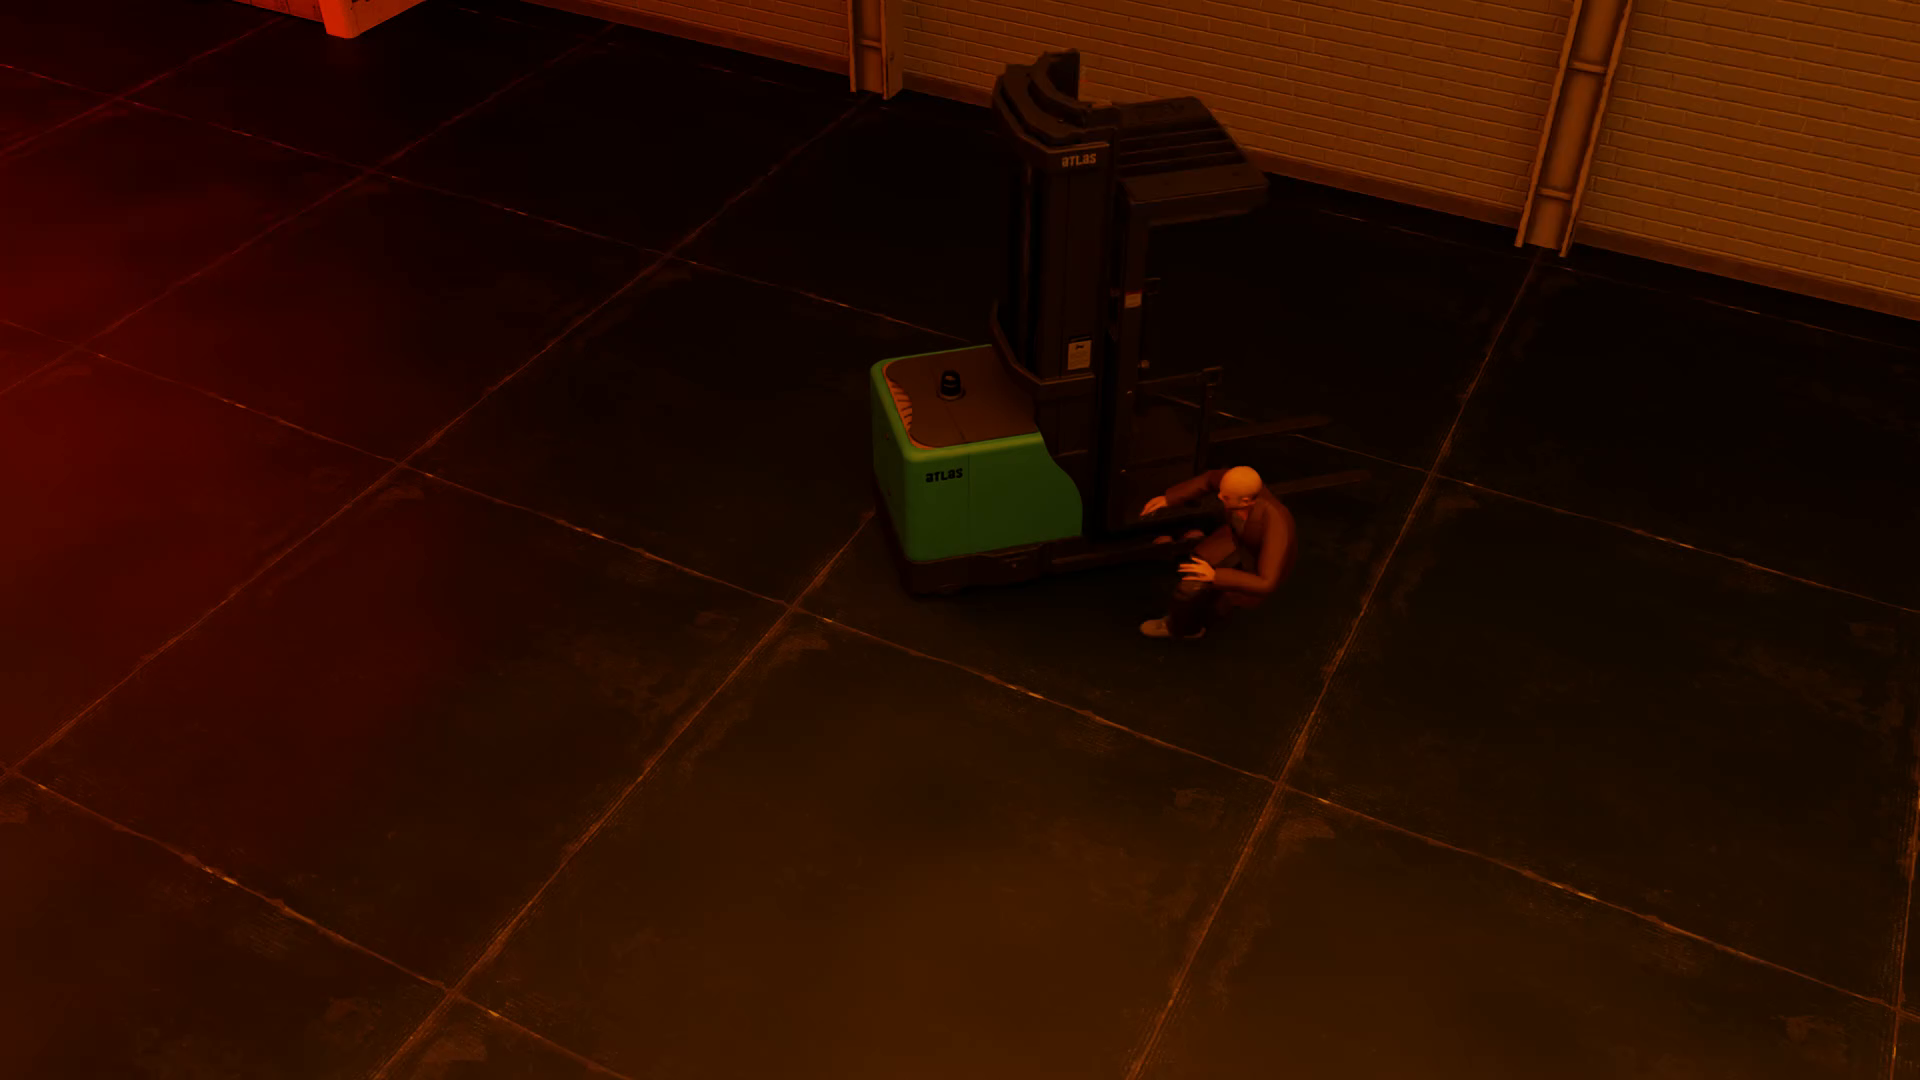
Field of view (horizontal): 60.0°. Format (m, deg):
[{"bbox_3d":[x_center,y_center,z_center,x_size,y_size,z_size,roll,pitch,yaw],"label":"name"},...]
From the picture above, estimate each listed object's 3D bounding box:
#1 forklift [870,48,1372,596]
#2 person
[{"bbox_3d":[1.026,-1.307,9.538,3.031,2.935,1.130,-10,41,-11],"label":"forklift"},{"bbox_3d":[1.353,0.150,8.906,0.906,1.544,1.033,-31,49,-32],"label":"person"}]
